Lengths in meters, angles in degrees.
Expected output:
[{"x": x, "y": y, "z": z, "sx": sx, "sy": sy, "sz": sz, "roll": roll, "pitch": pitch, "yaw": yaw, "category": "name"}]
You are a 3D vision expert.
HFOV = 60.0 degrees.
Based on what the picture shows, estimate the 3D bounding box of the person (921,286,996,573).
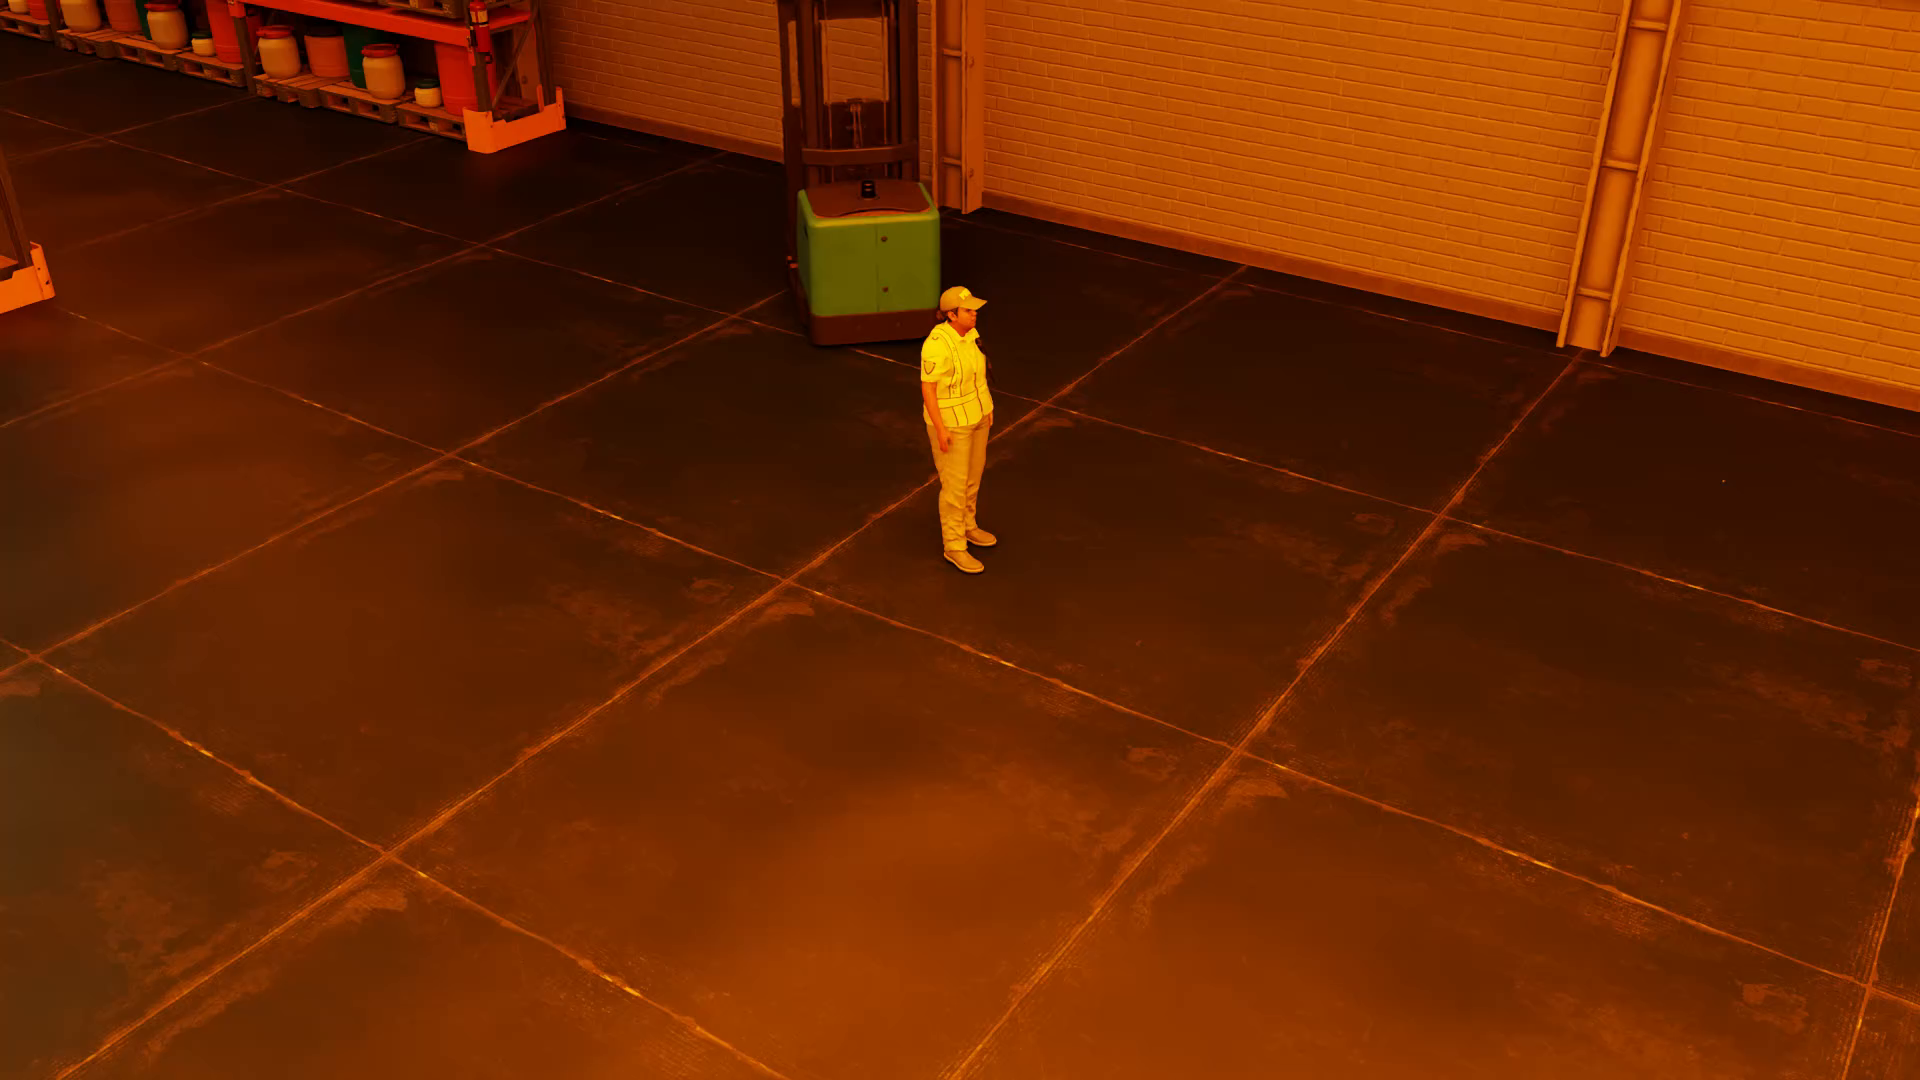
[{"x": 0.051, "y": -0.695, "z": 10.025, "sx": 0.529, "sy": 1.670, "sz": 0.598, "roll": 19, "pitch": 35, "yaw": 29, "category": "person"}]

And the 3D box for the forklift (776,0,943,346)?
[{"x": -0.922, "y": -3.508, "z": 13.622, "sx": 1.130, "sy": 2.935, "sz": 3.031, "roll": -6, "pitch": 31, "yaw": -10, "category": "forklift"}]
